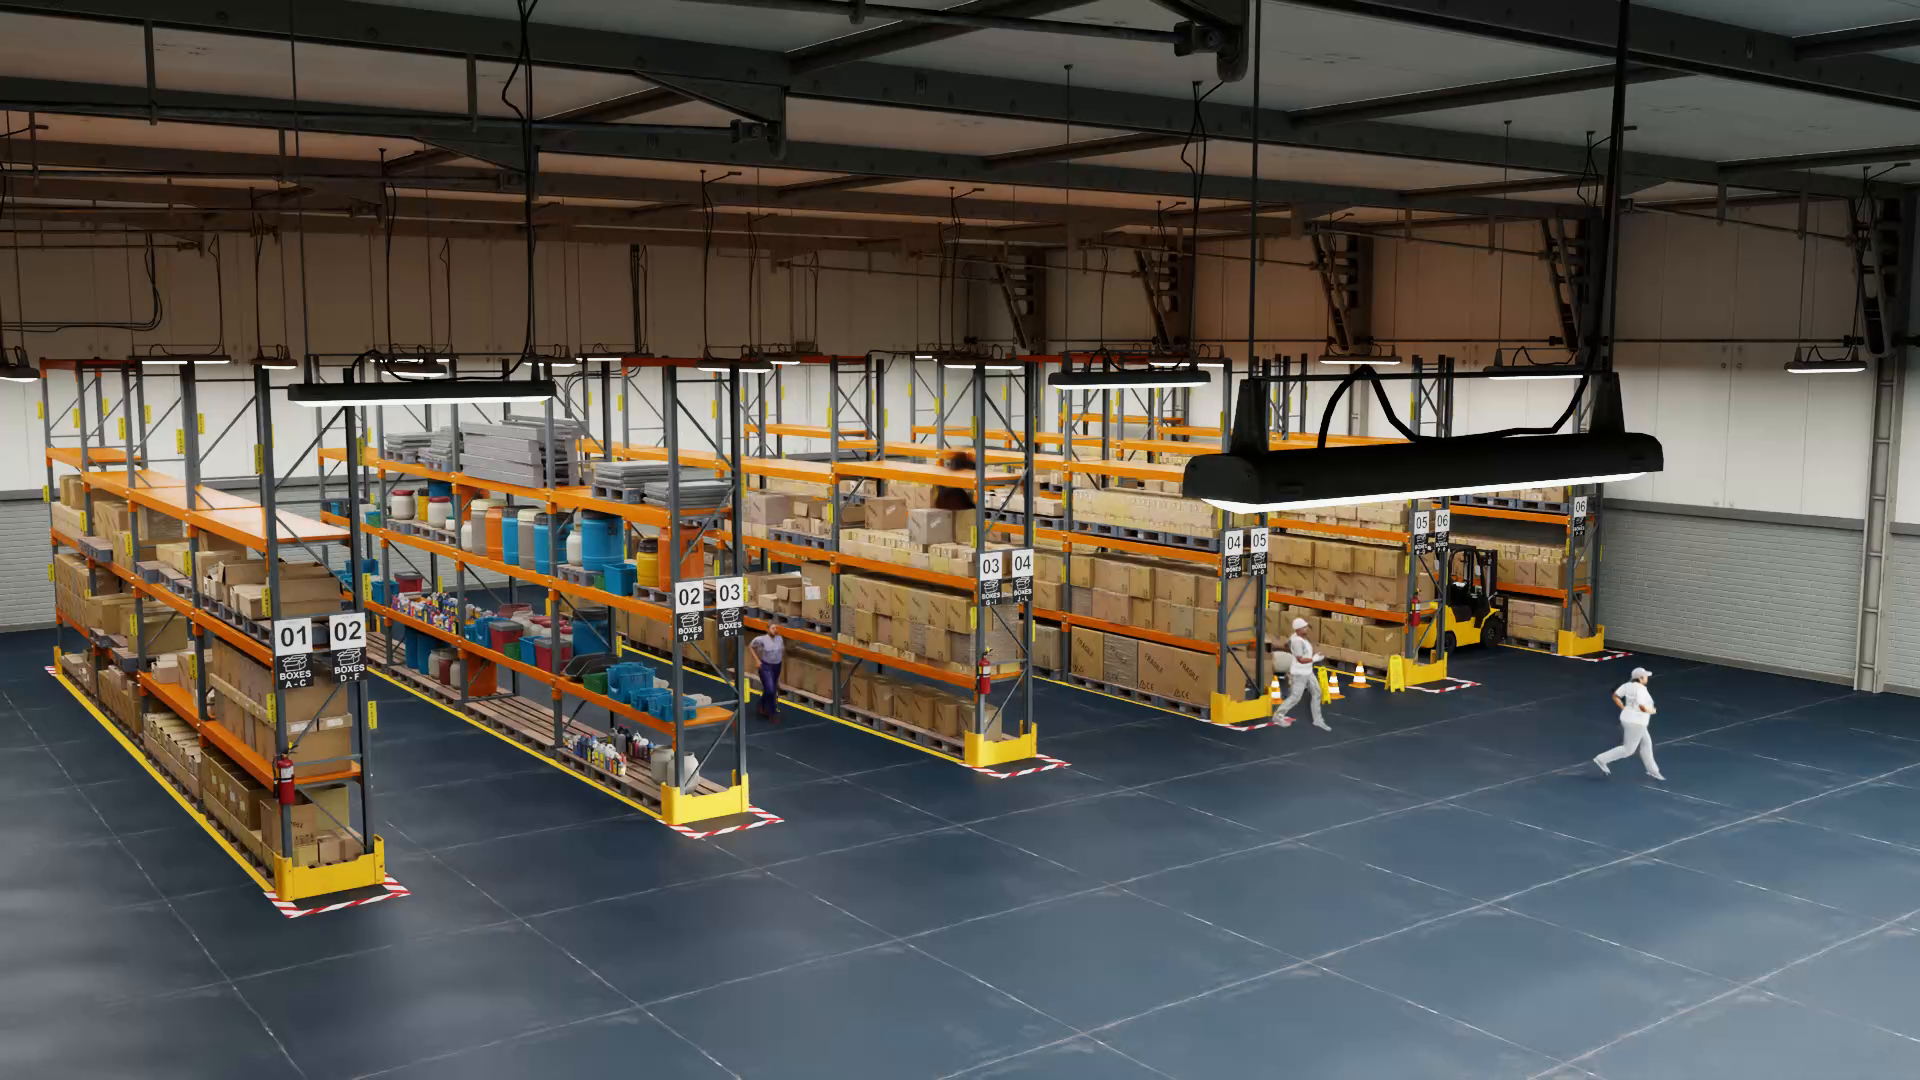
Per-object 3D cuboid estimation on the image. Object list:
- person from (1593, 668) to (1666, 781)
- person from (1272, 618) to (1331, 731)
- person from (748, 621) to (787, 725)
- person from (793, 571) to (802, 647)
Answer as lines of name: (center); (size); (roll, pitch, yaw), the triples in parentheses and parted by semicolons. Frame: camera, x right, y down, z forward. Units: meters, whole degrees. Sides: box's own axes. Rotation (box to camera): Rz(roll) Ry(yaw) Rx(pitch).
person: (9.646, 2.666, 23.845); (1.086, 1.685, 0.574); (1, 7, 5)
person: (5.419, 2.121, 26.287); (0.909, 1.795, 0.689); (2, 7, 20)
person: (-3.167, 2.195, 27.728); (0.593, 1.708, 0.796); (-7, 9, -44)
person: (-3.220, 1.502, 32.936); (0.690, 1.814, 0.827); (-5, 8, -34)
